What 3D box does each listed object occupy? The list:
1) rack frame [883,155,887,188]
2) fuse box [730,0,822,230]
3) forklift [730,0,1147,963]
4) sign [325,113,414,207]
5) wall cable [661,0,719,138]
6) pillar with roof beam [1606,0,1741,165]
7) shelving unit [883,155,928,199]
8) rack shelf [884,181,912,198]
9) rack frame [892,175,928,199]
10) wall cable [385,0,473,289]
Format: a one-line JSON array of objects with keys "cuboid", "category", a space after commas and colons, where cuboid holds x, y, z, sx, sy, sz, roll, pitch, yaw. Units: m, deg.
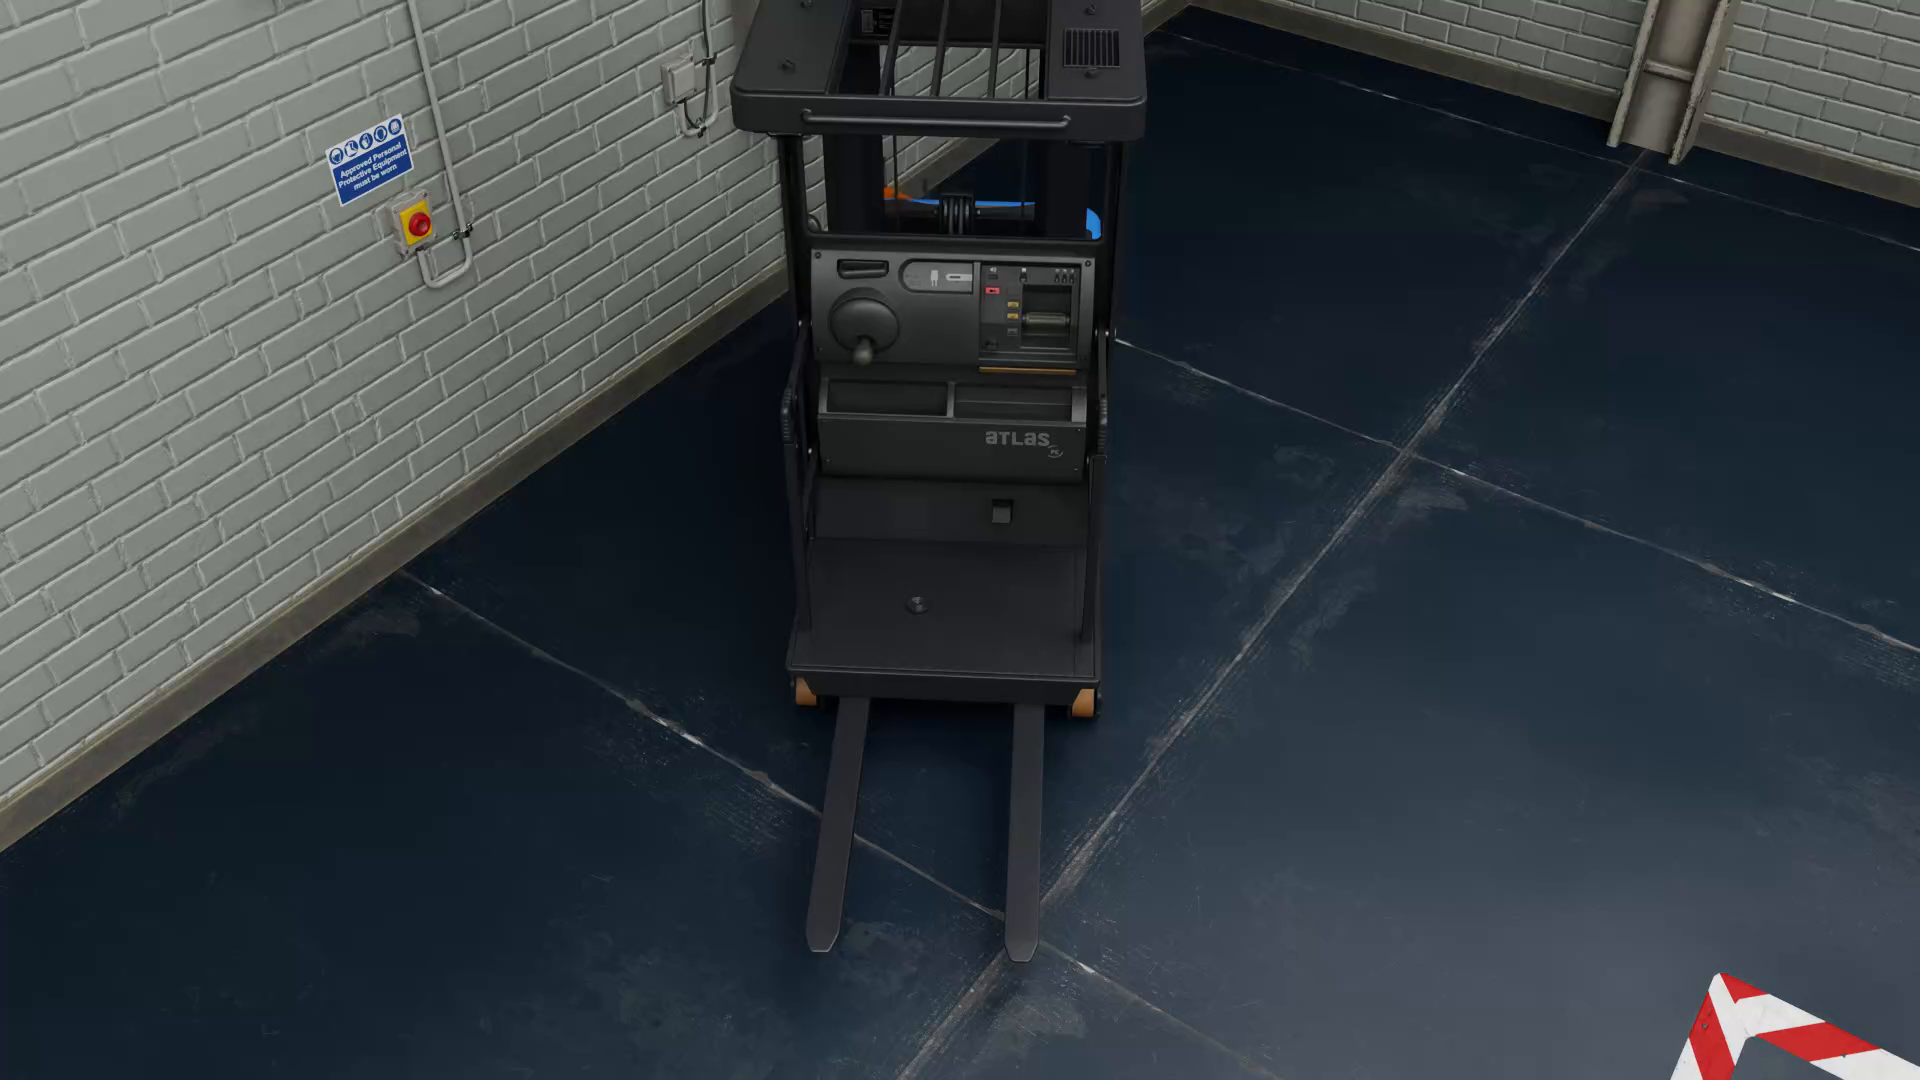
[{"cuboid": [-0.381, -1.174, 7.275, 0.008, 1.050, 0.200, 32, 51, 31], "category": "rack frame"}, {"cuboid": [-0.641, -1.833, 7.515, 0.414, 1.711, 0.539, 25, 48, 25], "category": "fuse box"}, {"cuboid": [-0.036, -0.678, 5.310, 1.130, 2.935, 3.031, 2, 42, 2], "category": "forklift"}, {"cuboid": [-2.045, -1.319, 5.772, 0.001, 0.218, 0.327, 25, 48, 25], "category": "sign"}, {"cuboid": [-1.162, -2.379, 6.397, 0.122, 1.984, 0.588, 25, 48, 25], "category": "wall cable"}, {"cuboid": [1.348, -3.197, 3.574, 0.400, 9.000, 9.100, 25, 48, 25], "category": "pillar with roof beam"}, {"cuboid": [-0.292, -1.118, 7.212, 0.252, 1.050, 0.215, 32, 51, 31], "category": "shelving unit"}, {"cuboid": [-0.292, -1.322, 7.030, 0.240, 0.259, 0.215, 32, 51, 31], "category": "rack shelf"}, {"cuboid": [-0.204, -1.062, 7.150, 0.008, 1.050, 0.200, 32, 51, 31], "category": "rack frame"}, {"cuboid": [-1.967, -1.612, 5.517, 0.123, 1.953, 0.585, 25, 48, 25], "category": "wall cable"}]
